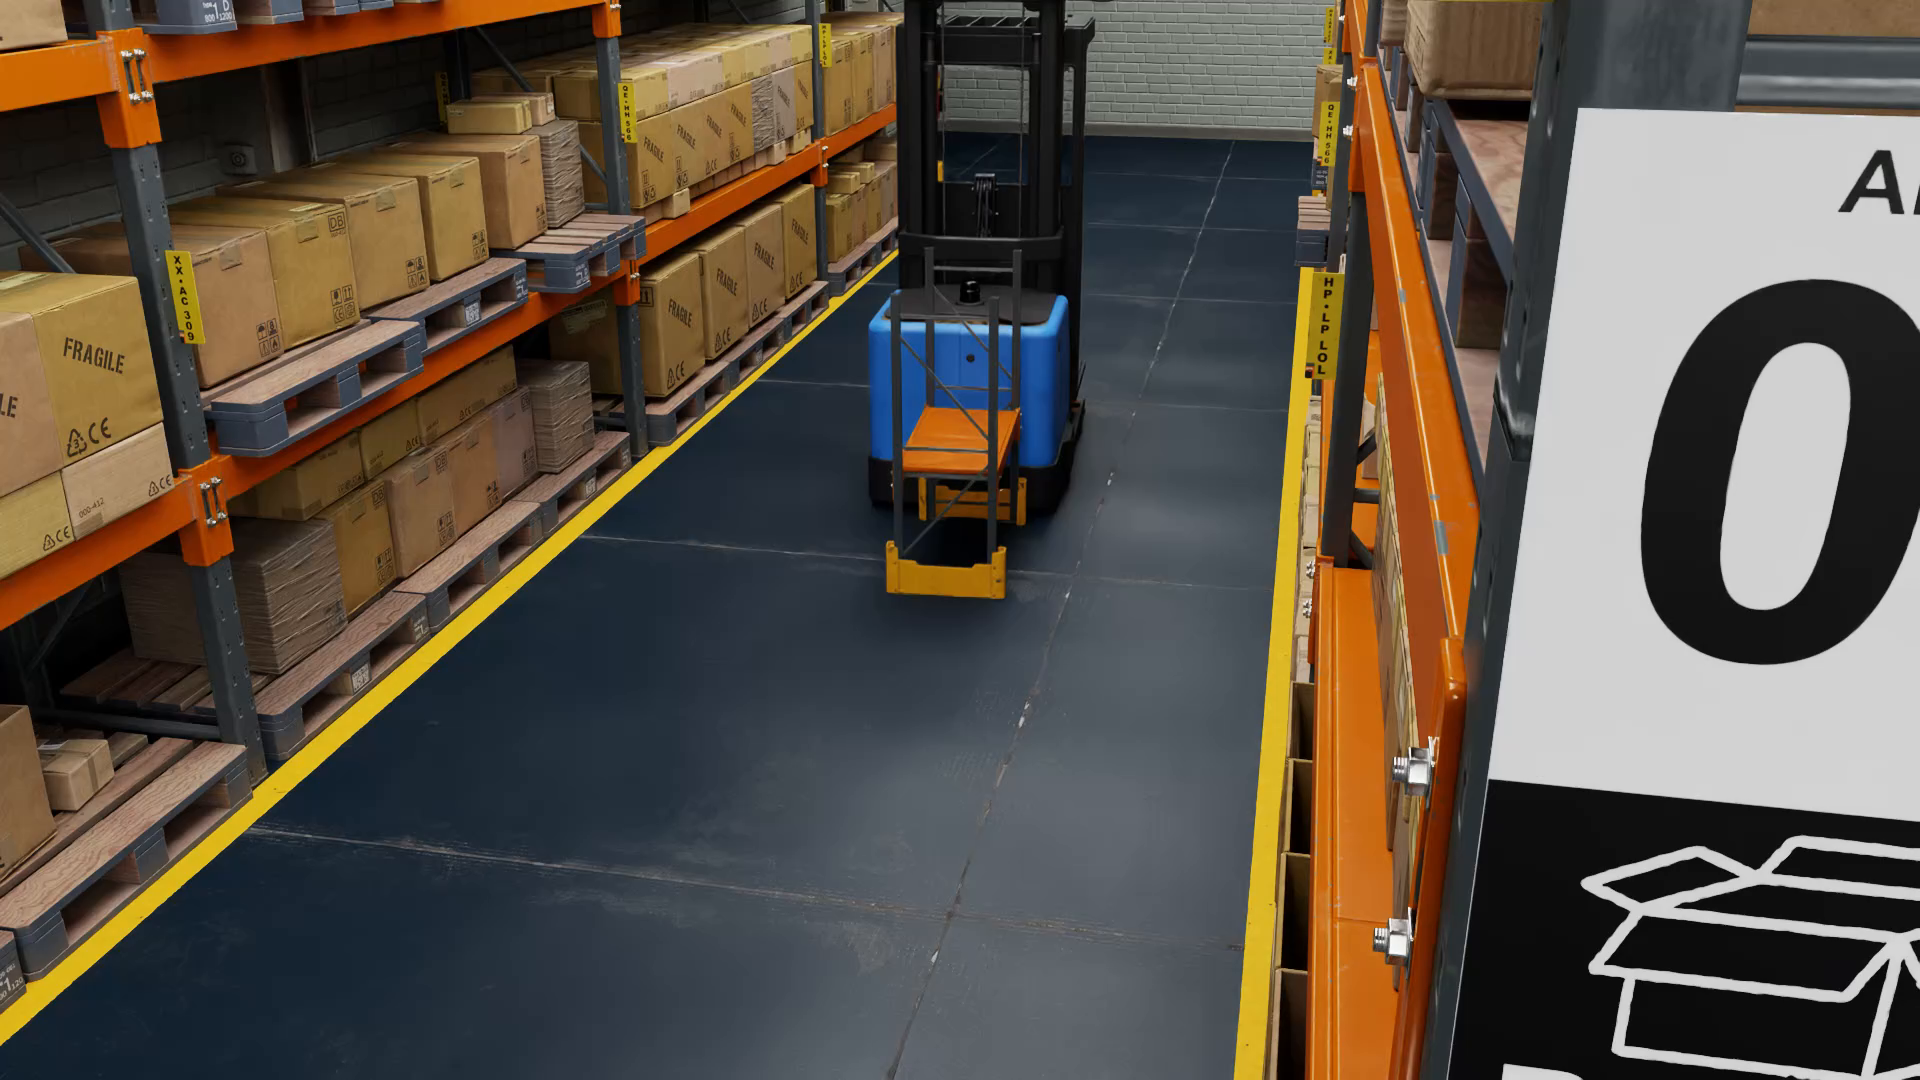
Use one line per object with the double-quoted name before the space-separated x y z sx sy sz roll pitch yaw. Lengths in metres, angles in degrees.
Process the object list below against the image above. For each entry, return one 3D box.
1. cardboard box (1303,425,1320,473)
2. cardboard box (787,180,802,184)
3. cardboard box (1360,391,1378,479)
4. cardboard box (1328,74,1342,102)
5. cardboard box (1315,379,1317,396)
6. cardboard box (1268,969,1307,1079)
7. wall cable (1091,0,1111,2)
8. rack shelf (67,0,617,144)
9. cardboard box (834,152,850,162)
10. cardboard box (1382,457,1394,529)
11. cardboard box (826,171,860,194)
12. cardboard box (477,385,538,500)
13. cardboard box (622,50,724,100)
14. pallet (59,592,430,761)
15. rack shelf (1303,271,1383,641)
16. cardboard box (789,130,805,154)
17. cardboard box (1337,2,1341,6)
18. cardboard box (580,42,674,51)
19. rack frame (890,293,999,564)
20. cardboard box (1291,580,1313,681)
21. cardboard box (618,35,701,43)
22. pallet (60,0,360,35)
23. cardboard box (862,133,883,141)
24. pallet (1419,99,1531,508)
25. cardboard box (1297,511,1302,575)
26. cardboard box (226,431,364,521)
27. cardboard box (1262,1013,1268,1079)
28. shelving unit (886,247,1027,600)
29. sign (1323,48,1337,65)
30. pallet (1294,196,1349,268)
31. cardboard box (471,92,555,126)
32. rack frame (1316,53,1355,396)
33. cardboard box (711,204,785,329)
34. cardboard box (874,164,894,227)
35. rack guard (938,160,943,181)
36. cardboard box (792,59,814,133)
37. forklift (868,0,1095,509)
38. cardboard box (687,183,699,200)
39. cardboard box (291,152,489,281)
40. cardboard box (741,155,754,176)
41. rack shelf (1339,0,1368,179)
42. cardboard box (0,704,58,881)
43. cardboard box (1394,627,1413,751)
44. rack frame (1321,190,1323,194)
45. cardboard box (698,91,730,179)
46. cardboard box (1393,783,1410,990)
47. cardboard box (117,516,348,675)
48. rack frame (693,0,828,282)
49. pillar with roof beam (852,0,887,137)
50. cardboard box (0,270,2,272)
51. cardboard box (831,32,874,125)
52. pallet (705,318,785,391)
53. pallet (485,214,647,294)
"cardboard box" 1.952 -0.381 8.153 0.500 0.311 0.500 4 22 10
"cardboard box" -1.560 -2.967 14.120 0.380 0.149 0.250 4 22 11
"cardboard box" 1.628 -0.374 5.947 0.396 0.266 0.258 4 22 10
"cardboard box" 2.867 -2.855 11.232 0.700 0.500 0.500 8 23 19
"cardboard box" 2.406 -0.968 9.999 0.500 0.500 0.500 5 23 13
"cardboard box" 0.924 1.327 3.659 0.500 0.500 0.500 4 22 11
"wall cable" 0.731 -8.249 21.448 3.097 2.526 0.112 4 22 11
"rack shelf" -2.814 -2.266 7.413 1.077 0.370 4.000 4 22 11
"cardboard box" -1.245 -3.535 15.532 0.380 0.149 0.250 5 22 11
"cardboard box" 1.230 -0.082 4.040 0.380 0.149 0.250 4 22 10
"cardboard box" -1.088 -3.116 14.491 0.380 0.149 0.250 5 23 13
"cardboard box" -2.720 -0.538 8.930 0.700 0.500 0.500 4 22 11
"cardboard box" -1.853 -3.008 10.743 0.500 0.250 0.500 5 22 11
"pallet" -3.064 0.532 7.251 1.003 0.211 1.213 4 22 11
"rack shelf" 2.037 -0.498 7.039 1.077 0.370 4.000 4 22 11
"cardboard box" -1.409 -3.056 12.736 0.380 0.149 0.250 5 22 12
"cardboard box" 3.316 -4.113 13.579 0.500 0.500 0.500 5 22 11
"cardboard box" -2.246 -3.230 11.295 0.500 0.250 0.500 4 22 10
"rack frame" -0.071 -0.424 7.900 0.500 1.500 0.032 3 22 7
"cardboard box" 1.531 0.359 6.315 0.500 0.311 0.500 5 22 12
"cardboard box" -2.136 -3.420 11.768 0.500 0.250 0.500 4 22 9
"pallet" -2.991 -1.999 6.038 1.213 0.211 1.003 4 22 11
"cardboard box" -0.988 -3.999 16.684 0.380 0.149 0.250 5 22 11
"pallet" 0.982 -0.245 1.550 1.003 0.211 1.213 4 22 11
"cardboard box" 1.849 0.061 7.806 0.500 0.250 0.500 4 22 10
"cardboard box" -3.001 -0.301 7.340 0.500 0.250 0.500 4 22 10
"cardboard box" 1.023 1.491 4.254 0.500 0.250 0.500 4 22 11
"shelving unit" -0.001 -0.616 8.375 0.587 1.500 1.083 3 22 7
"sign" 2.728 -3.467 12.287 0.100 0.325 0.005 4 22 11
"pallet" 2.514 -1.728 9.386 1.213 0.211 1.003 4 22 11
"cardboard box" -2.446 -2.363 9.114 0.380 0.149 0.250 2 22 4
"rack frame" 2.445 -1.564 8.721 1.000 3.000 0.127 4 22 11
"cardboard box" -1.773 -2.027 12.188 0.750 0.750 0.750 5 23 13
"cardboard box" -1.022 -3.270 15.742 0.700 0.500 0.500 4 22 9
"rack guard" -0.768 -3.715 17.409 1.175 0.500 0.348 4 22 11
"cardboard box" -1.437 -3.408 12.743 0.500 0.500 0.500 4 22 10
"forklift" 0.211 -2.045 10.009 1.130 2.935 3.031 3 22 8
"cardboard box" -1.939 -2.315 10.895 0.380 0.149 0.250 5 22 12
"cardboard box" -2.724 -1.560 7.990 0.700 0.500 0.500 4 22 11
"cardboard box" -1.683 -2.689 11.825 0.380 0.149 0.250 4 22 9
"rack shelf" 2.037 -1.890 6.479 1.077 0.370 4.000 4 22 11
"cardboard box" -3.394 0.861 5.458 0.500 0.500 0.500 3 22 7
"cardboard box" 1.018 0.293 3.108 0.380 0.149 0.250 4 22 10
"rack frame" 4.077 -4.489 15.986 1.000 3.000 0.127 4 22 11
"cardboard box" -1.837 -2.664 10.894 0.500 0.500 0.500 4 22 11
"cardboard box" 1.233 0.580 3.265 0.700 0.500 0.500 5 23 13
"cardboard box" -3.088 0.208 7.079 0.700 0.500 0.500 5 23 13
"rack frame" -1.589 -3.403 13.287 1.000 3.000 0.127 4 22 11
"pillar with roof beam" 3.146 -8.374 17.600 9.100 9.000 0.400 4 22 11
"cardboard box" -3.522 -0.609 5.520 0.500 0.500 0.500 4 22 10
"cardboard box" -1.308 -4.006 14.383 0.980 0.700 0.700 4 22 10
"pallet" -1.920 -1.374 11.982 1.003 0.211 1.213 4 22 11
"pallet" -2.447 -1.582 9.024 1.213 0.211 1.003 4 22 11
